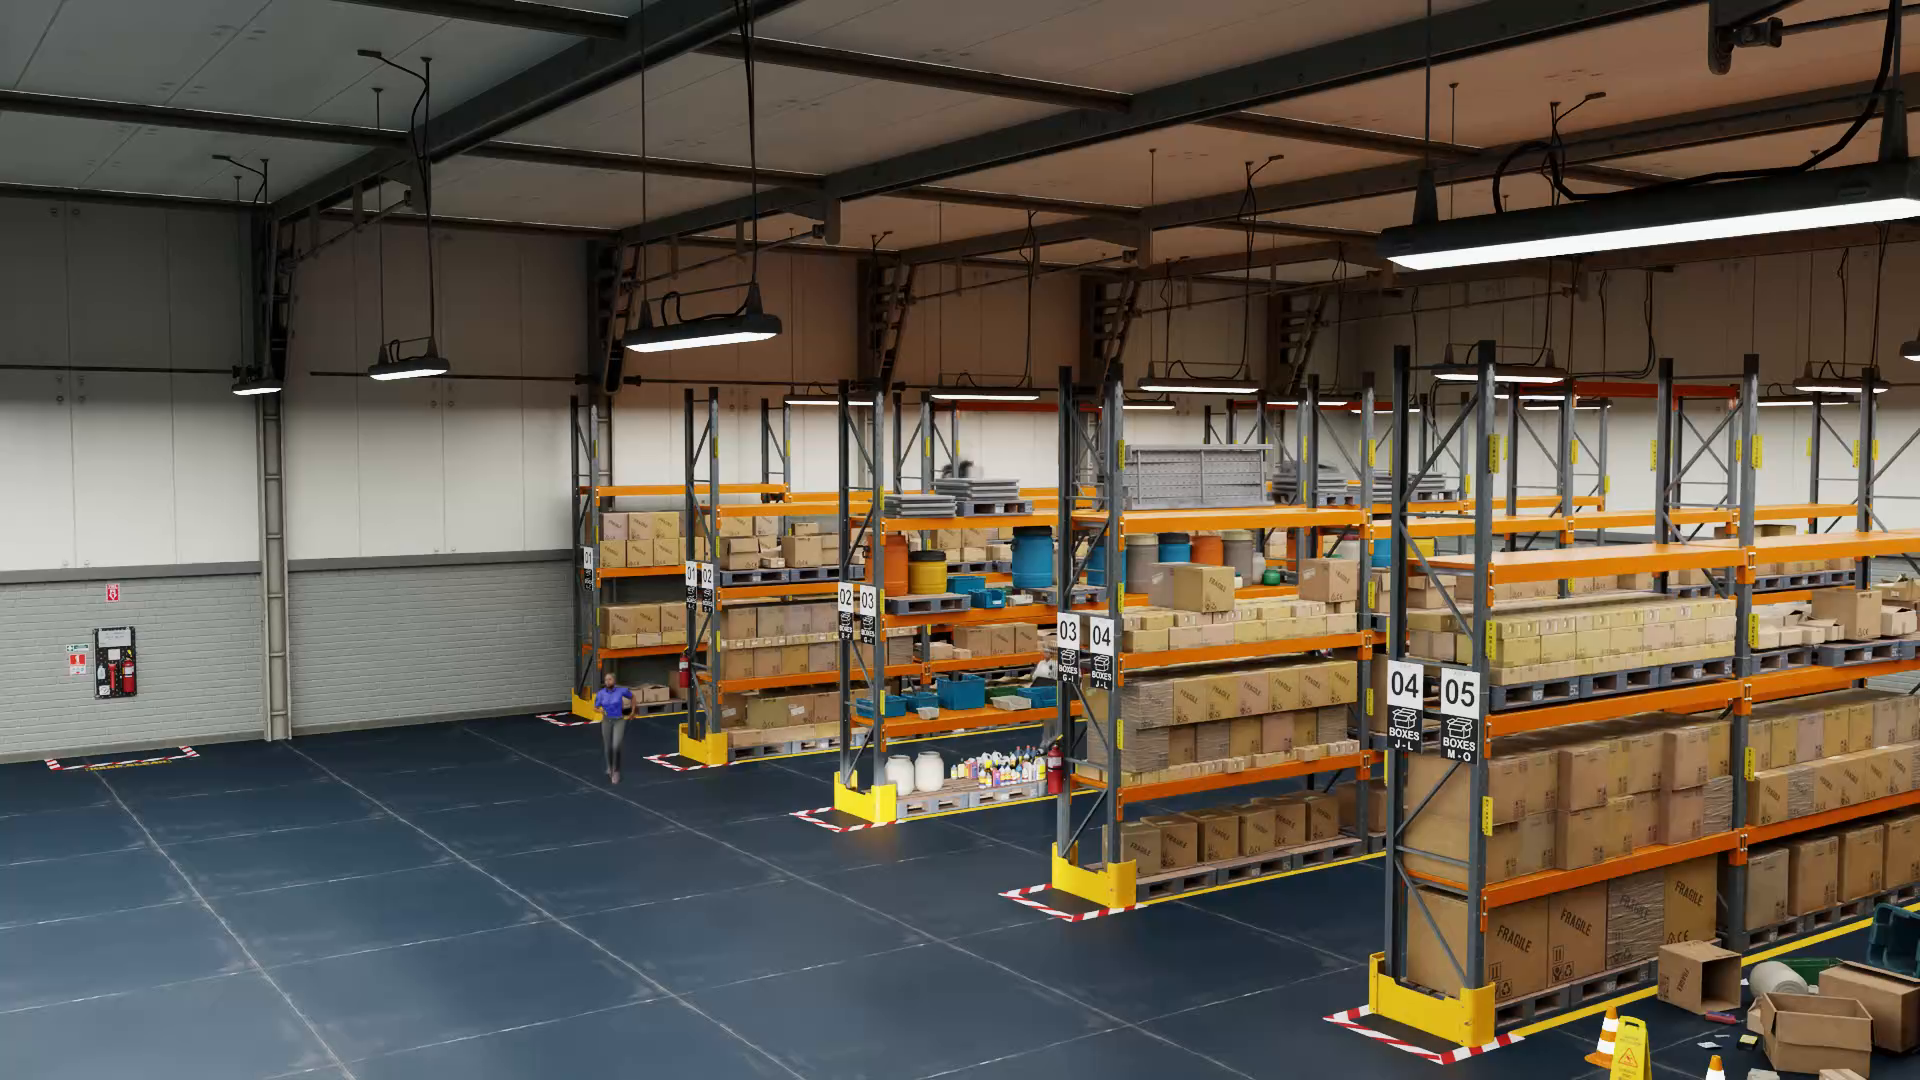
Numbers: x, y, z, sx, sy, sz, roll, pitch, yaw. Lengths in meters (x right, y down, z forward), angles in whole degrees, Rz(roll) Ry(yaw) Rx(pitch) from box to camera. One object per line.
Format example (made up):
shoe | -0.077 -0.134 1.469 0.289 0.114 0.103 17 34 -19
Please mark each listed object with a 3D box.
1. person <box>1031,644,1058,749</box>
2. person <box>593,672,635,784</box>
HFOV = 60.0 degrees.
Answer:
person | 1.515 2.627 28.120 0.789 1.764 0.600 -3 5 -44
person | -5.236 2.830 25.179 0.583 1.679 0.845 0 3 0
